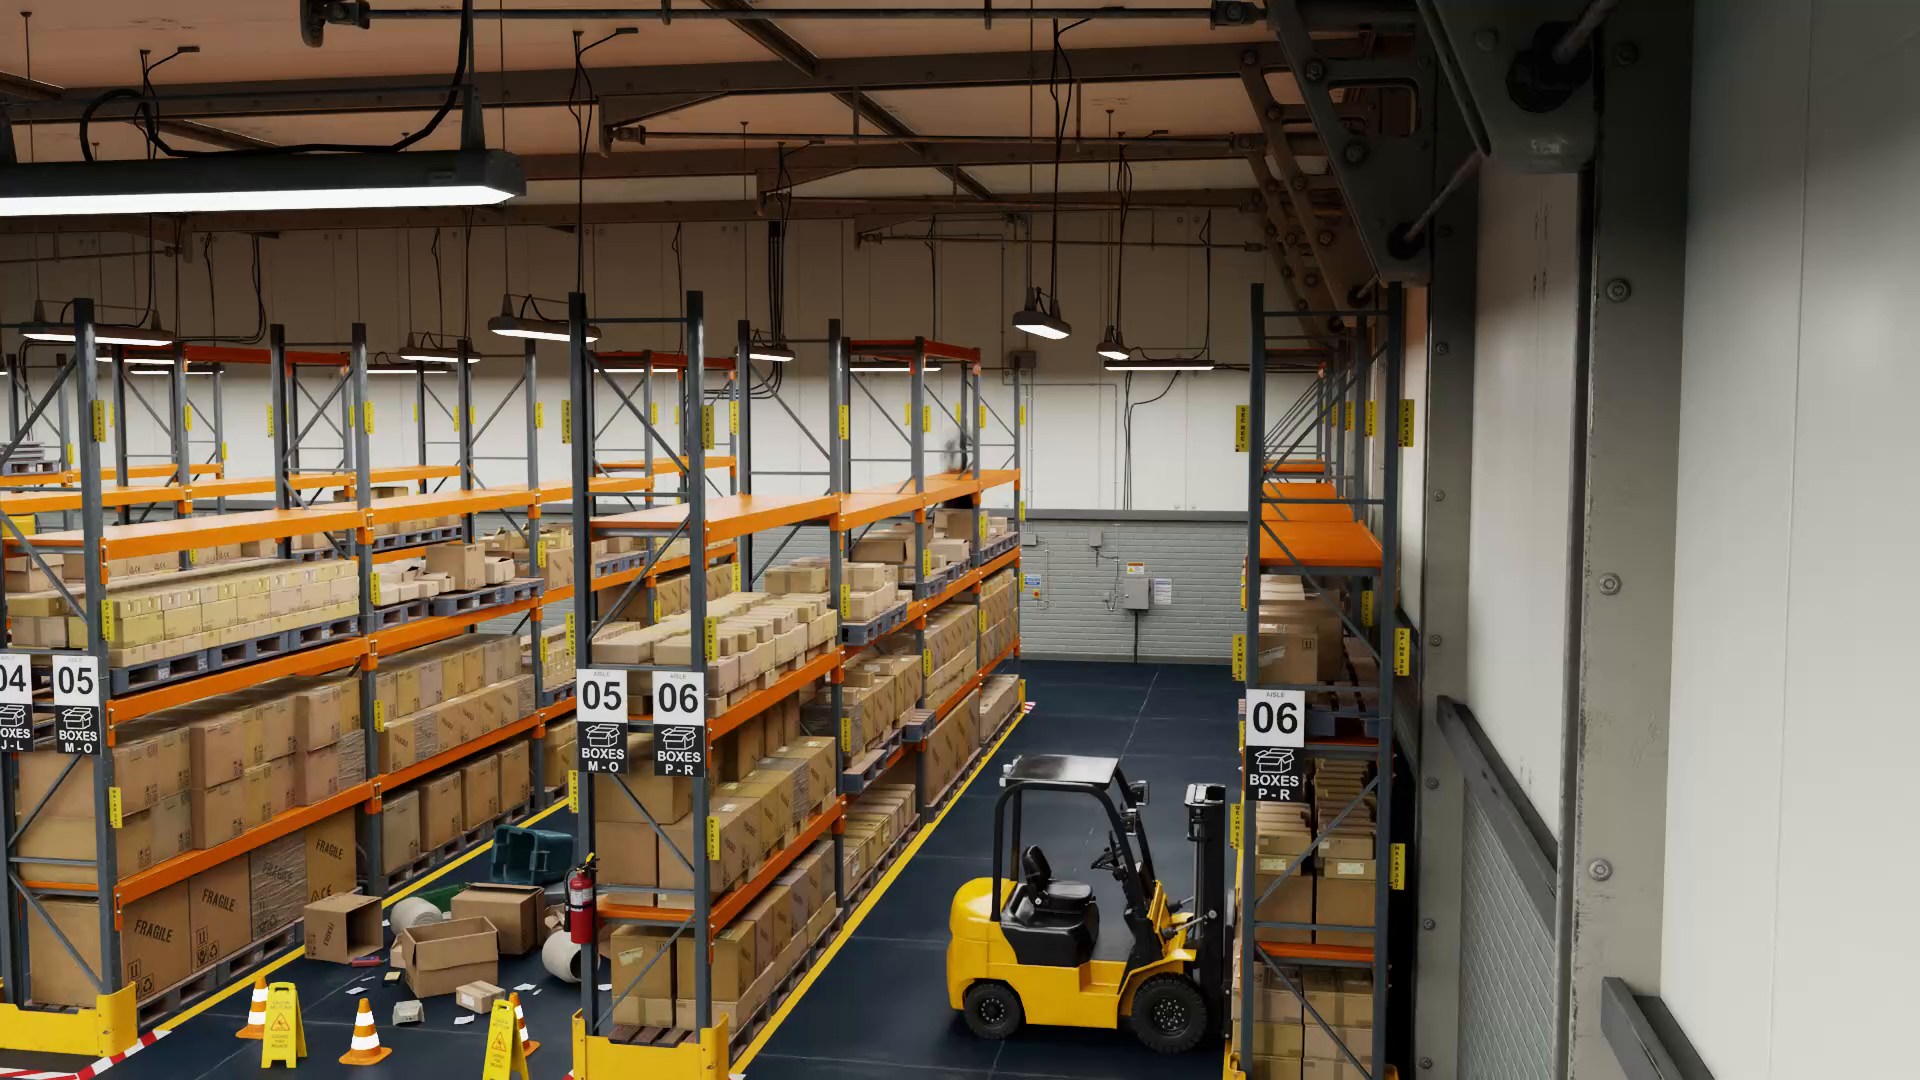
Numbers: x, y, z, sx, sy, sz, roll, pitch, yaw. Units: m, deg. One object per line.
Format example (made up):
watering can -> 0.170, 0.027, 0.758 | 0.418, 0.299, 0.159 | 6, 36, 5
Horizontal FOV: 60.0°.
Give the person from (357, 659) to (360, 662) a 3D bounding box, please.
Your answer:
person -> -8.514, 2.427, 23.812 | 0.484, 1.482, 0.747 | 1, 5, 9
